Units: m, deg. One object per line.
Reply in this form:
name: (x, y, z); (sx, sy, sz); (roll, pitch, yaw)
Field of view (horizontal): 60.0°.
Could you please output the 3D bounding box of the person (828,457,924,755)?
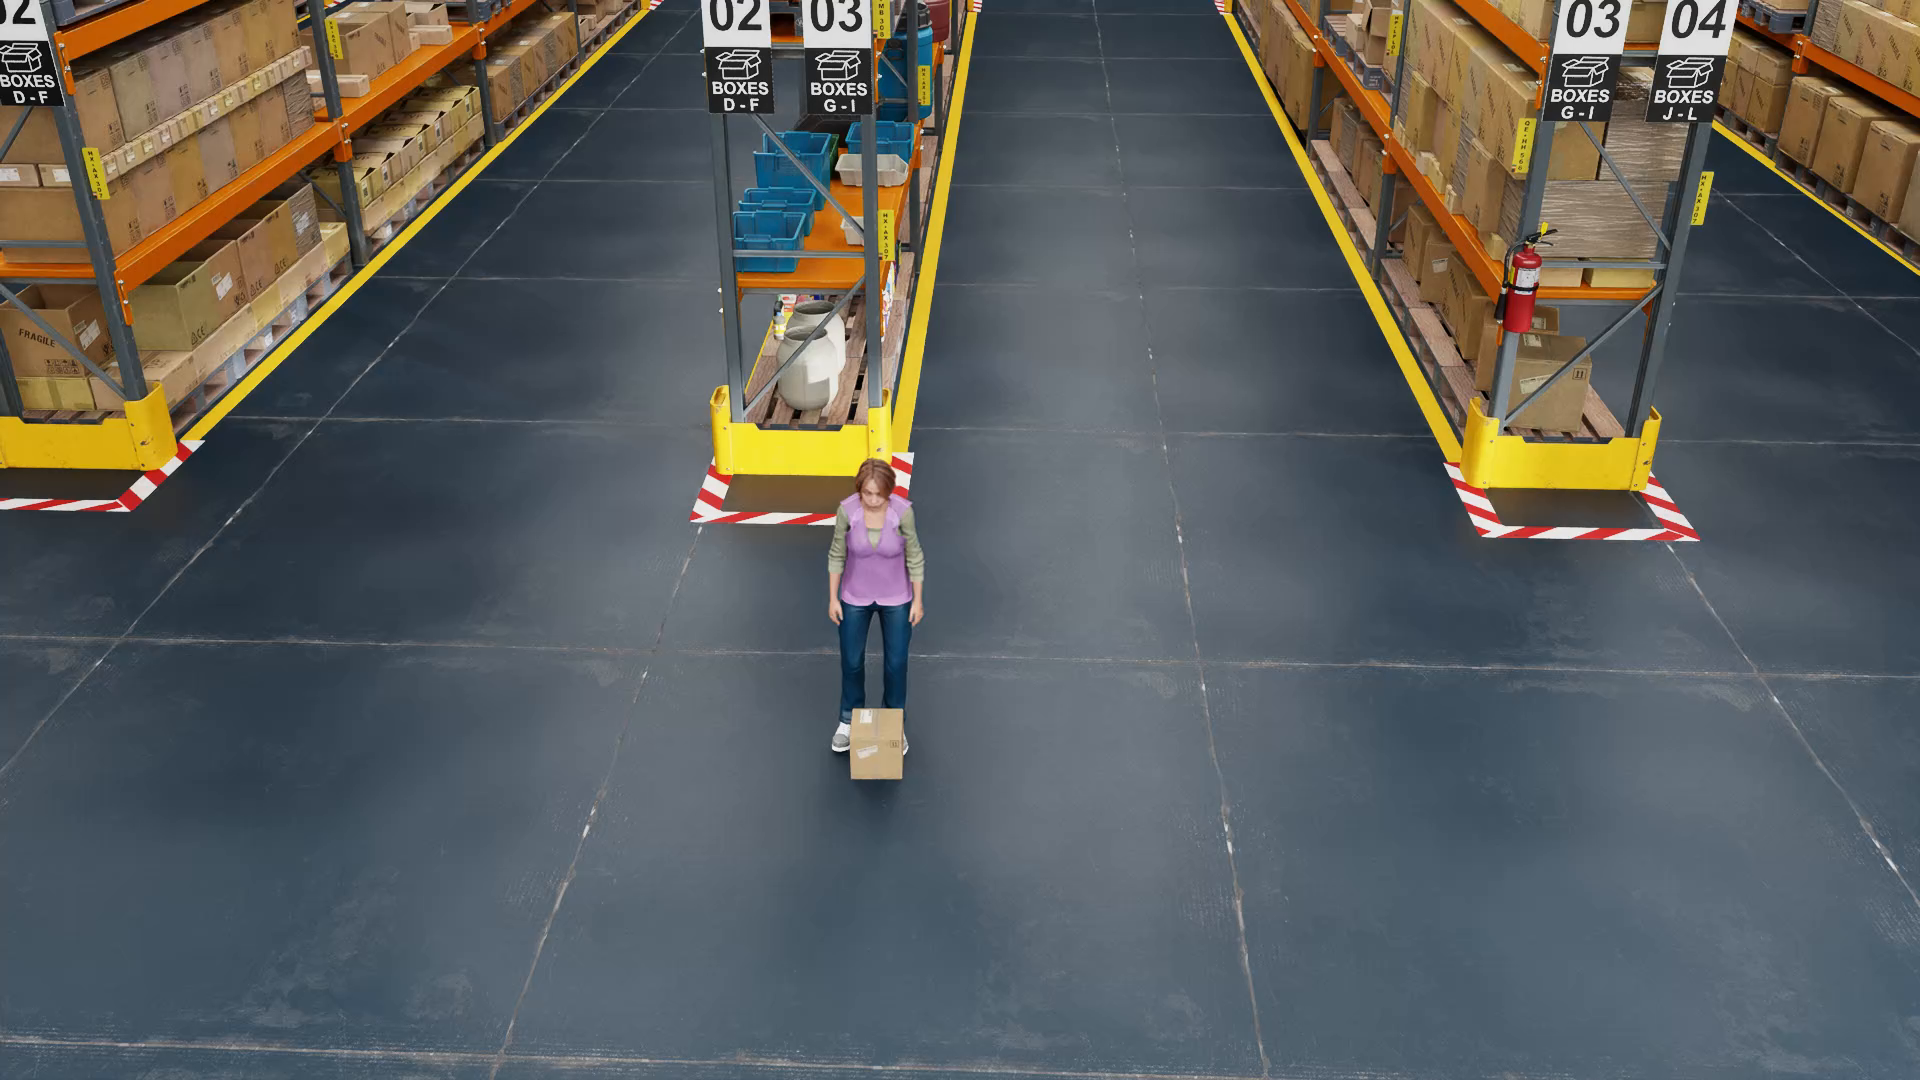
person: (-0.408, 0.307, 8.067); (0.470, 1.591, 0.366); (1, 28, 1)
